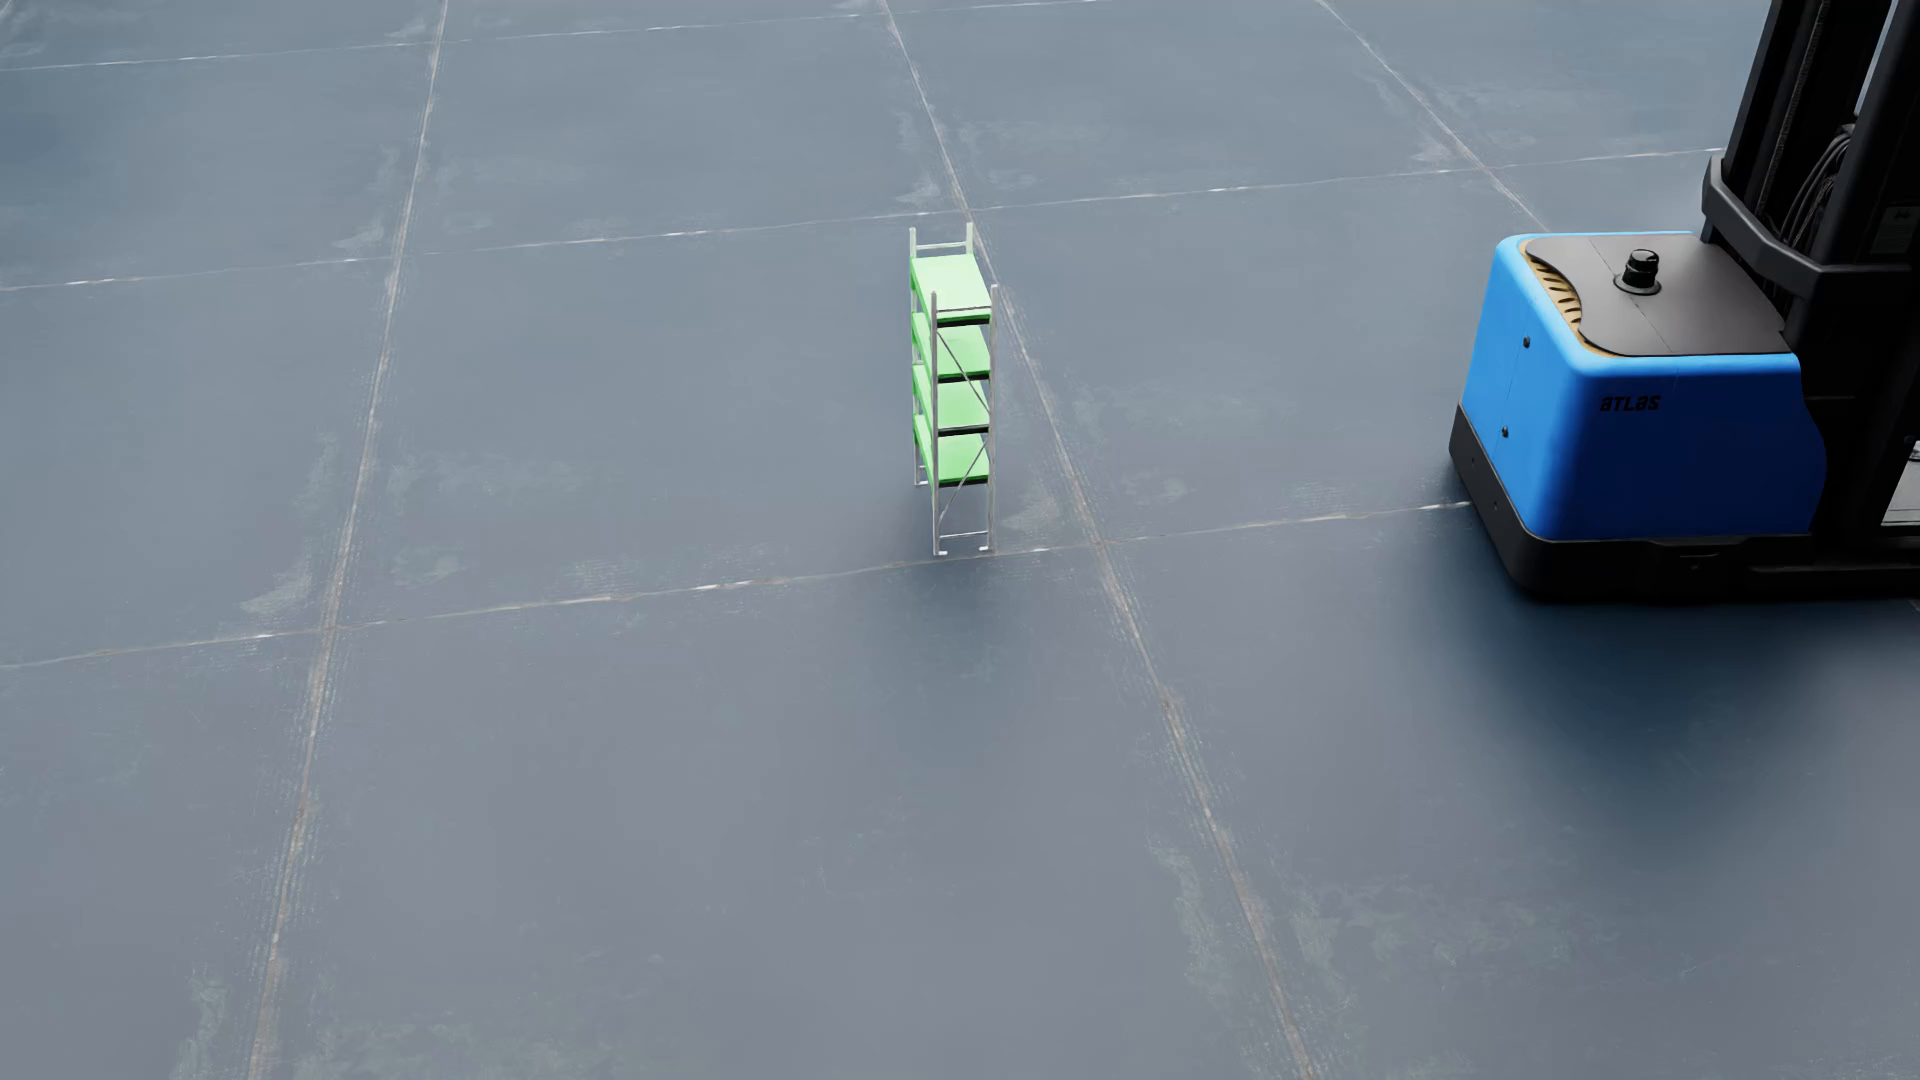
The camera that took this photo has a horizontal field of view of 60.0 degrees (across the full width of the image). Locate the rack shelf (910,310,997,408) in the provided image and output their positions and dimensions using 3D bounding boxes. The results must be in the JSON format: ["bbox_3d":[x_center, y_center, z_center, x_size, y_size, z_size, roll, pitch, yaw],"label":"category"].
[{"bbox_3d":[-0.029,-0.713,6.403,0.258,0.148,0.480,-6,38,-8],"label":"rack shelf"}]

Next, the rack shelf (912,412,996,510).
[{"bbox_3d":[-0.029,-0.334,6.697,0.258,0.148,0.480,-6,38,-8],"label":"rack shelf"}]

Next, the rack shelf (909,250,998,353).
[{"bbox_3d":[-0.029,-0.902,6.255,0.258,0.148,0.480,-6,38,-8],"label":"rack shelf"}]

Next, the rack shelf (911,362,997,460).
[{"bbox_3d":[-0.029,-0.523,6.550,0.258,0.148,0.480,-6,38,-8],"label":"rack shelf"}]

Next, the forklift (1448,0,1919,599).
[{"bbox_3d":[3.626,-1.265,5.989,3.031,2.935,1.130,-2,38,-2],"label":"forklift"}]

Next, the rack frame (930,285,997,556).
[{"bbox_3d":[0.014,-0.426,6.321,0.240,1.200,0.015,-6,38,-8],"label":"rack frame"}]

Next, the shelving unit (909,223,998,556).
[{"bbox_3d":[-0.029,-0.574,6.511,0.258,1.200,0.503,-6,38,-8],"label":"shelving unit"}]

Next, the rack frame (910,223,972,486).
[{"bbox_3d":[-0.072,-0.721,6.700,0.240,1.200,0.015,-6,38,-8],"label":"rack frame"}]
